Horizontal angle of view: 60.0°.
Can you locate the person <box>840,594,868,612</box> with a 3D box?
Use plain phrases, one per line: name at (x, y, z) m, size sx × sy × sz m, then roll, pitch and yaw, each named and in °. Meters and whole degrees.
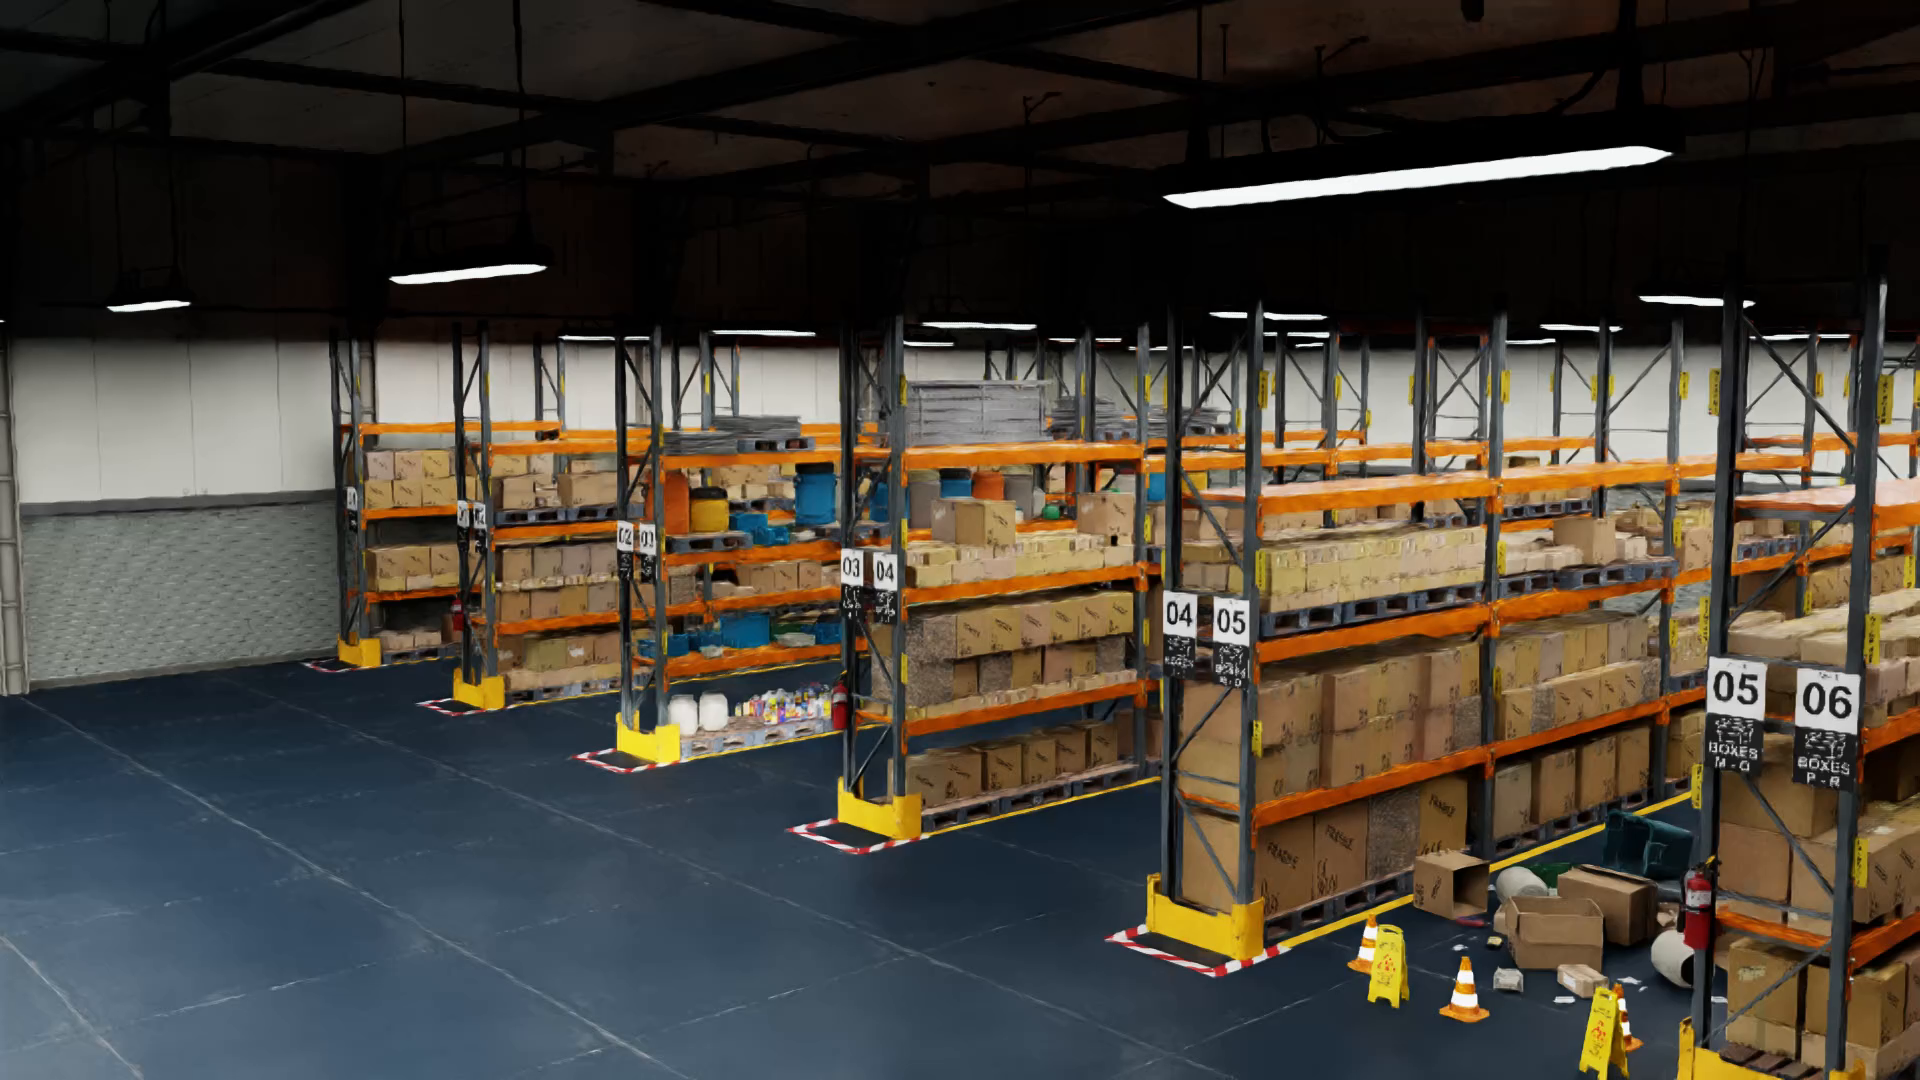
person at (-2.120, 1.001, 33.532) m, size 1.120 × 1.676 × 0.540 m, roll -5°, pitch 8°, yaw -44°
